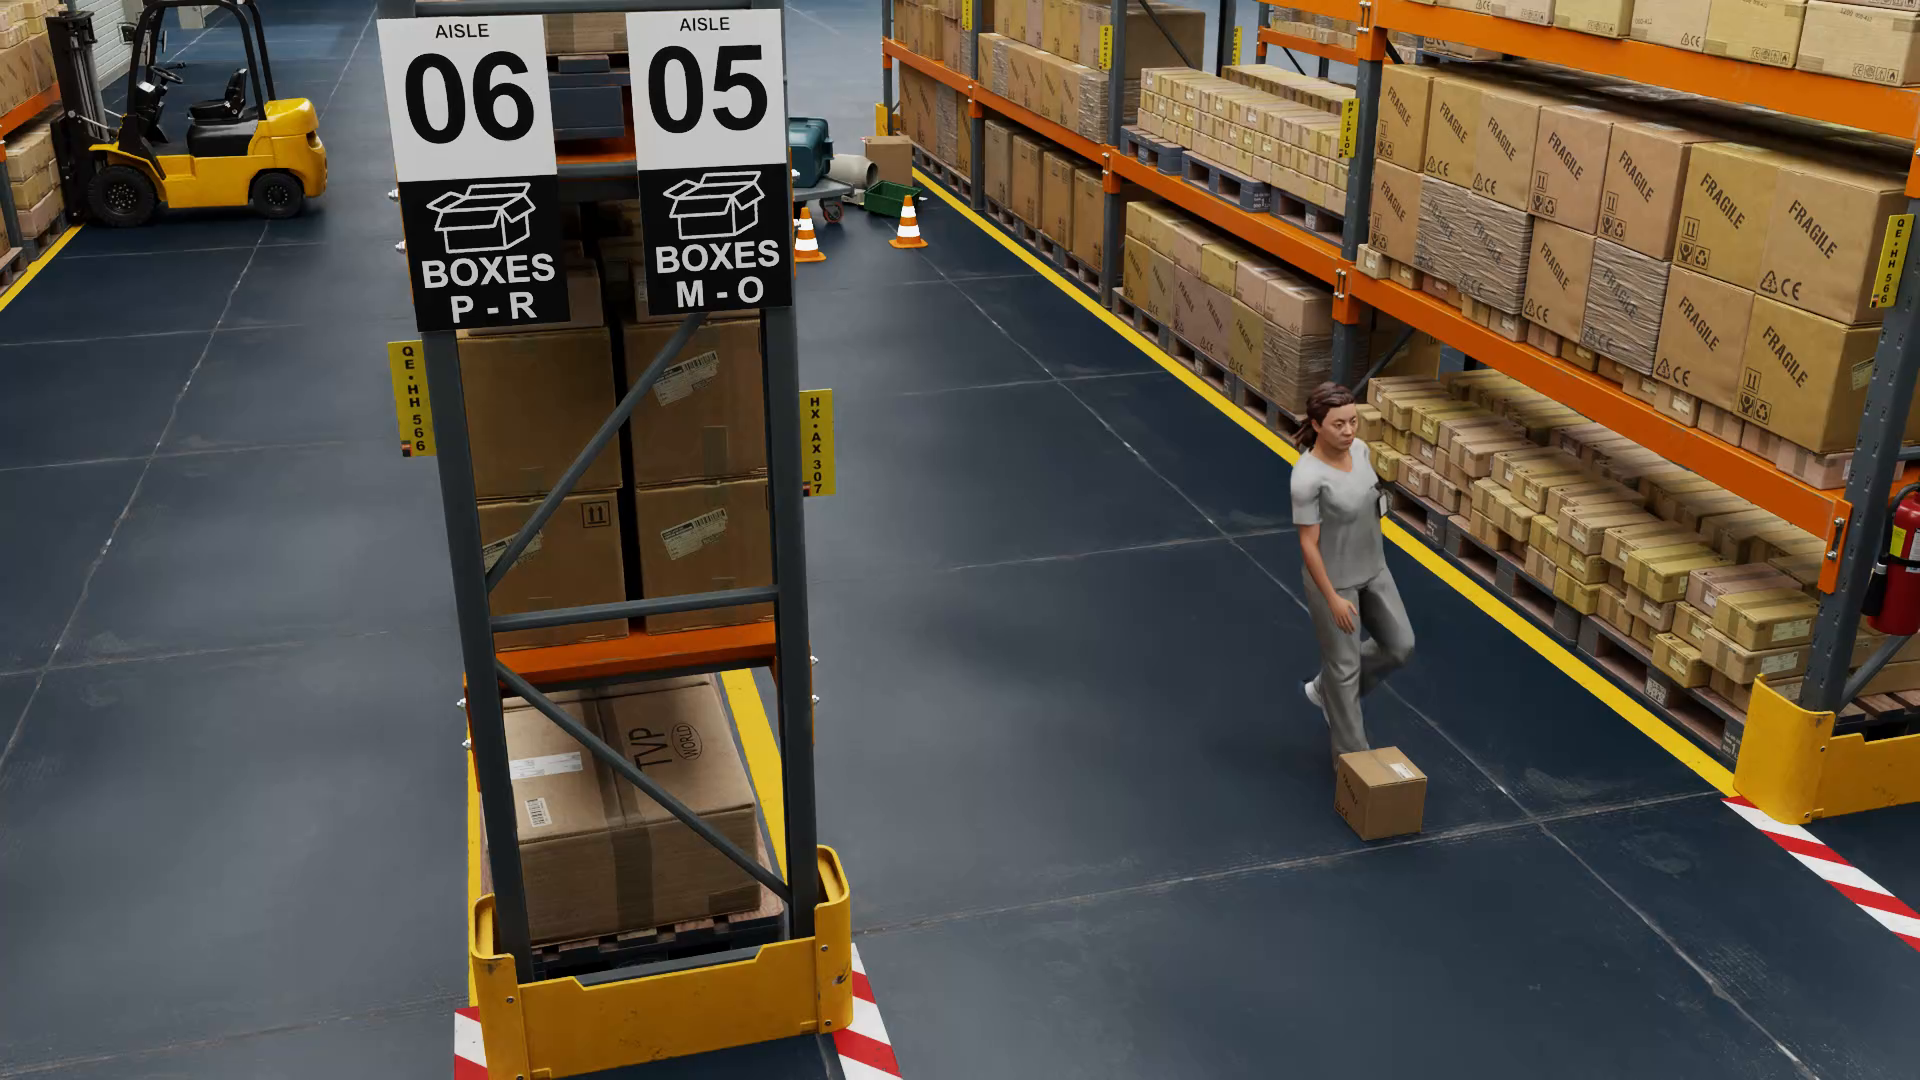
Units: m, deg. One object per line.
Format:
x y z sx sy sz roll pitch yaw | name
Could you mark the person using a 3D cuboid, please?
1.572 0.187 6.634 0.536 1.665 0.592 -15 27 -31 | person
